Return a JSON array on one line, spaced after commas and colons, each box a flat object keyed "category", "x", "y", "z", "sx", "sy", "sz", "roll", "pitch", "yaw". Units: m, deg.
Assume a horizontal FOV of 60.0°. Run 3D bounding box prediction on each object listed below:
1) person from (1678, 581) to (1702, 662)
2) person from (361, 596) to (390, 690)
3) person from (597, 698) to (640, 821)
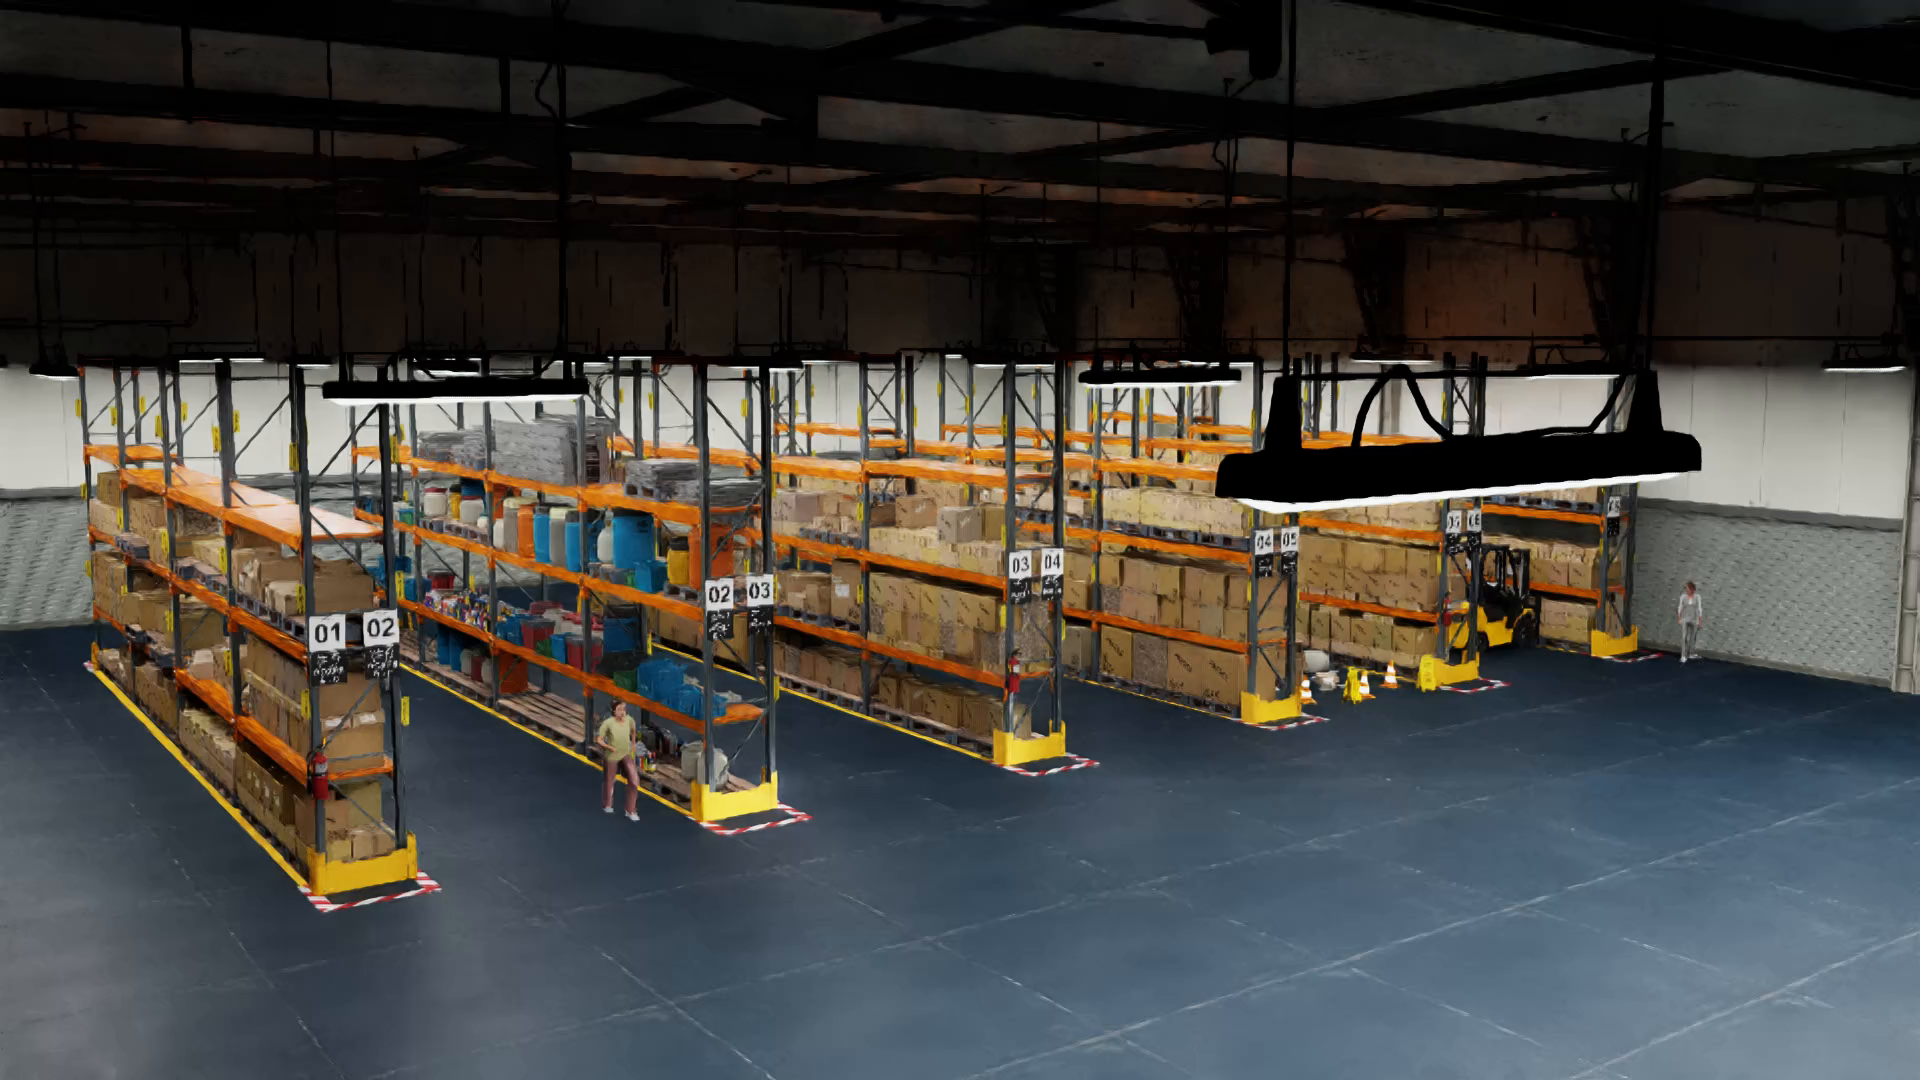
[{"category": "person", "x": 14.368, "y": 1.590, "z": 32.713, "sx": 0.469, "sy": 1.591, "sz": 0.518, "roll": 3, "pitch": 7, "yaw": 20}, {"category": "person", "x": -10.538, "y": 1.841, "z": 29.970, "sx": 0.585, "sy": 1.698, "sz": 1.194, "roll": -5, "pitch": 8, "yaw": -33}, {"category": "person", "x": -4.533, "y": 2.869, "z": 22.037, "sx": 0.603, "sy": 1.600, "sz": 0.799, "roll": -4, "pitch": 8, "yaw": -30}]
